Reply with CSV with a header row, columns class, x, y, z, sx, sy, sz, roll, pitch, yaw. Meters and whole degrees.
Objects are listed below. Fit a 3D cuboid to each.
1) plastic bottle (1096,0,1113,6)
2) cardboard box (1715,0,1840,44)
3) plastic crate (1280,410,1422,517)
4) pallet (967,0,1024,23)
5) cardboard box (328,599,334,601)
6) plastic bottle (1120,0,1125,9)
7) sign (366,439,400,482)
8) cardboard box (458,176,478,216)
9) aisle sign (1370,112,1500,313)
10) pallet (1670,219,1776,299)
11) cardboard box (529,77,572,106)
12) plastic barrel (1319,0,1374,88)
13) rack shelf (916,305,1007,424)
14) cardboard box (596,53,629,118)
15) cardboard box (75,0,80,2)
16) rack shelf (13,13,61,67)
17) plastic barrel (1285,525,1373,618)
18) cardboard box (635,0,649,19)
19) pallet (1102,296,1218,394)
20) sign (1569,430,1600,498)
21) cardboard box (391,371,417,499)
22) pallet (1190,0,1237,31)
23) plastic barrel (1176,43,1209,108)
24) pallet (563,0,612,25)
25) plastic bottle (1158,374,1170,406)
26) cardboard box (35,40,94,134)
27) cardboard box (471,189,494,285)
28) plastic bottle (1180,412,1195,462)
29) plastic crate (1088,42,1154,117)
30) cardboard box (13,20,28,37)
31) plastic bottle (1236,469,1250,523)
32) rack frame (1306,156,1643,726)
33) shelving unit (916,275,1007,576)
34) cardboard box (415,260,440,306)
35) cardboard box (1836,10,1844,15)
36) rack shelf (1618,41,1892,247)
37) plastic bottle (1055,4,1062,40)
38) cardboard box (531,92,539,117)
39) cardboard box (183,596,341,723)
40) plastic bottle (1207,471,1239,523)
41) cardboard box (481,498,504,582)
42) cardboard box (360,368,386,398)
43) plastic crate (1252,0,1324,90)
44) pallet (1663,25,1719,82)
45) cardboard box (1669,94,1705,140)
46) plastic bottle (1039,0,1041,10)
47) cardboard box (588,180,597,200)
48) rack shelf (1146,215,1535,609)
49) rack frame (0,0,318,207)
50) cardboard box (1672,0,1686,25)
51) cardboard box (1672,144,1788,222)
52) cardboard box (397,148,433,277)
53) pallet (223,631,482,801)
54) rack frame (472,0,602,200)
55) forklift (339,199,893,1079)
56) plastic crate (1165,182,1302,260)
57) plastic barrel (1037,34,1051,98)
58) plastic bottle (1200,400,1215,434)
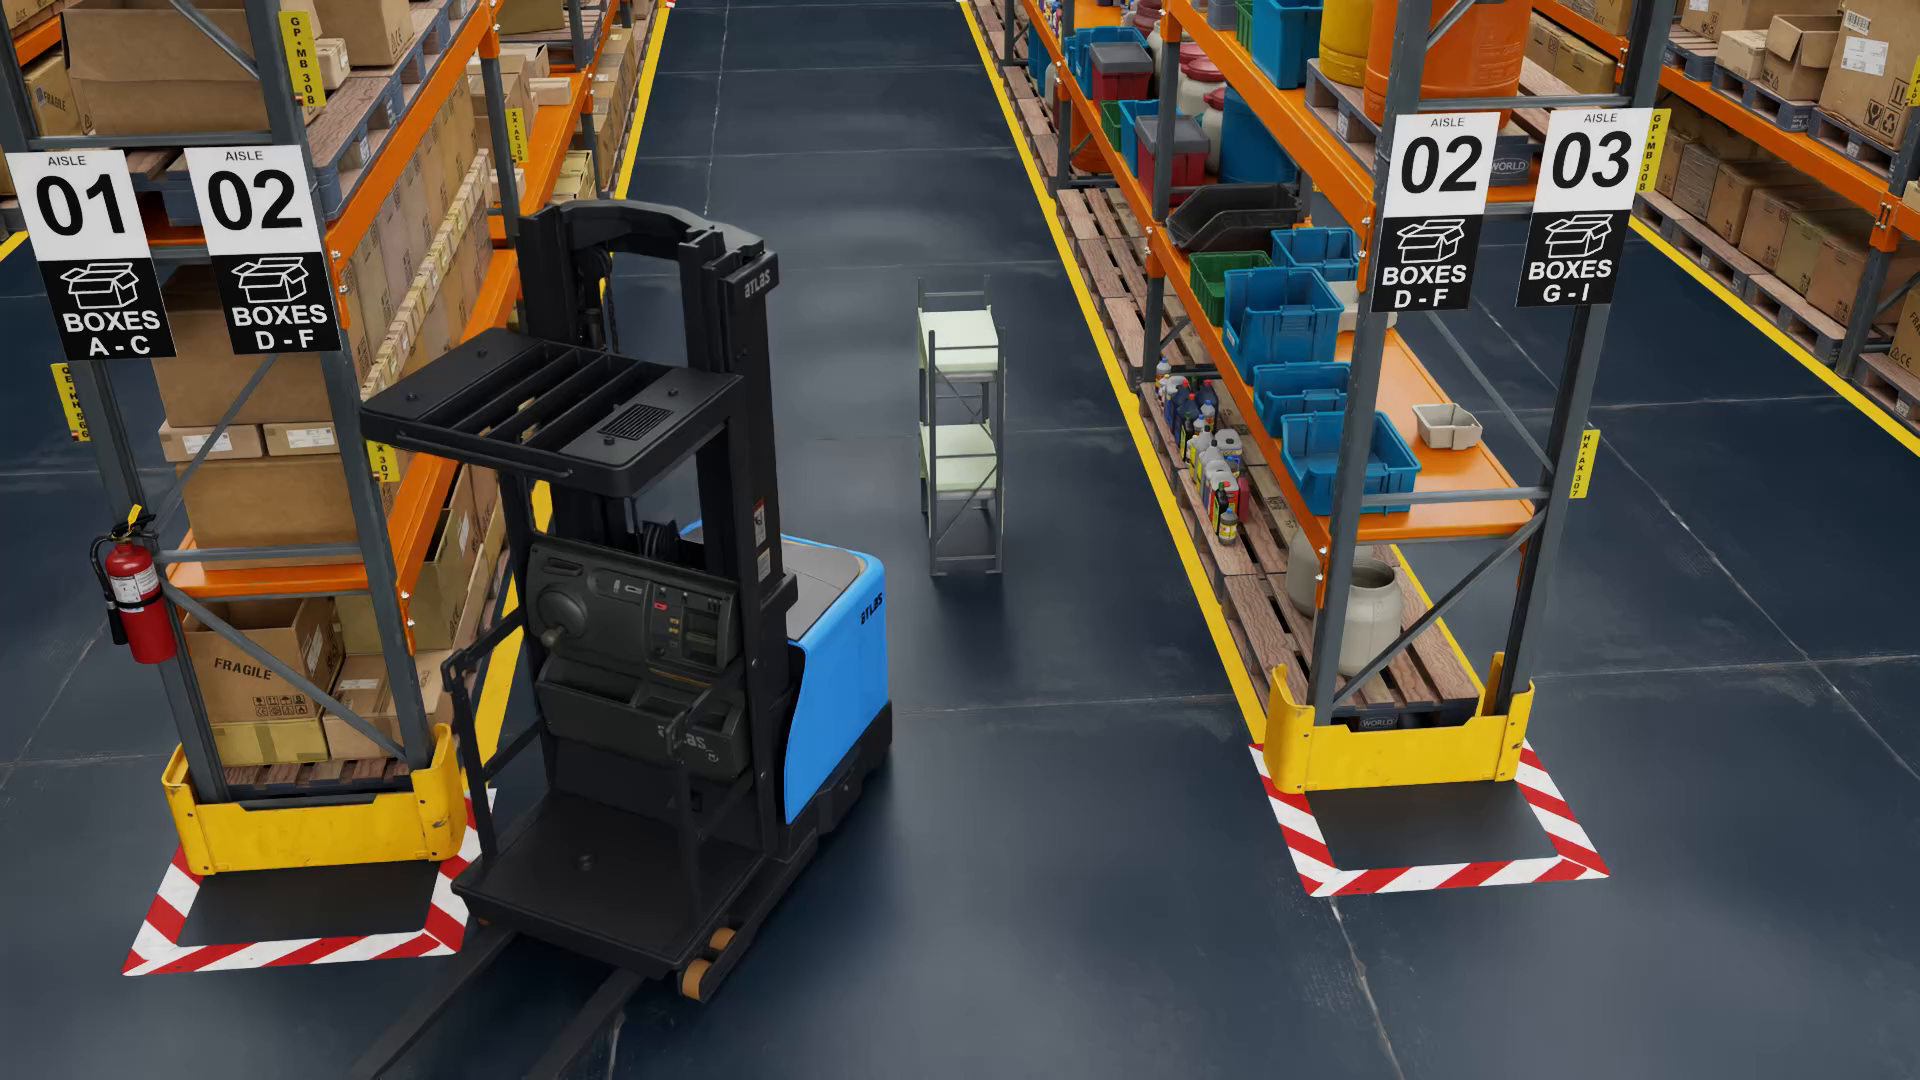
class,x,y,z,sx,sy,sz,roll,pitch,yaw
plastic bottle,1.358,-5.192,15.566,0.144,0.351,0.185,-3,31,-5
cardboard box,6.529,-4.170,13.299,0.700,0.500,0.500,2,31,3
plastic crate,1.759,-0.356,7.566,0.499,0.251,0.616,-3,31,-5
pallet,0.647,-6.728,20.808,1.003,0.211,1.213,-3,31,-5
cardboard box,-3.280,0.287,8.616,0.500,0.250,0.500,-3,31,-5
plastic bottle,1.546,-5.095,15.480,0.097,0.271,0.097,0,31,0
sign,-2.276,-0.373,6.527,0.100,0.325,0.005,-3,31,-5
cardboard box,-2.916,-1.919,9.307,0.380,0.149,0.250,-4,31,-6
aisle sign,1.814,-1.244,6.372,0.394,0.787,0.004,-3,31,-5
pallet,6.469,-2.283,13.366,1.003,0.211,1.213,-3,31,-5
cardboard box,-3.217,-3.474,12.886,0.380,0.149,0.250,-3,31,-5
plastic barrel,1.870,-2.304,7.163,0.600,0.588,0.600,0,31,0
rack shelf,0.001,-0.976,9.160,0.431,0.370,0.720,-3,31,-5
cardboard box,-3.534,-4.439,16.265,0.500,0.500,0.500,-2,31,-4
cardboard box,-8.459,-5.178,15.720,0.380,0.149,0.250,-3,31,-5
rack shelf,-8.695,-4.501,15.062,1.077,0.370,4.000,-3,31,-5
plastic barrel,1.919,0.121,8.640,0.421,0.512,0.421,0,31,0
cardboard box,-3.969,-6.368,19.739,0.500,0.250,0.500,-3,31,-5
pallet,1.617,-1.423,11.927,1.003,0.211,1.213,-3,31,-5
sign,2.651,-0.322,7.094,0.100,0.325,0.005,-3,31,-5
cardboard box,-2.914,-0.493,7.553,0.700,0.500,0.500,-2,31,-3
pallet,1.894,-3.064,9.214,1.213,0.211,1.003,-3,31,-5
plastic barrel,1.749,-3.374,12.341,0.433,0.535,0.433,0,31,0
pallet,-3.763,-4.938,15.279,1.003,0.211,1.213,-3,31,-5
plastic bottle,1.332,-0.973,10.754,0.097,0.201,0.097,0,31,0
cardboard box,-8.606,-4.309,15.726,0.750,0.750,0.750,-2,31,-3
cardboard box,-3.155,-1.802,9.745,0.700,0.500,0.500,-4,31,-6
plastic bottle,1.383,-0.629,10.098,0.061,0.283,0.133,-1,31,-2
plastic crate,1.202,-3.451,12.540,0.402,0.464,0.583,-3,31,-5
cardboard box,-8.456,-4.524,14.625,0.380,0.149,0.250,-2,31,-4
plastic bottle,1.605,-0.254,9.469,0.061,0.283,0.133,-3,31,-5
rack frame,2.103,-0.179,7.124,1.000,3.000,0.127,-3,31,-5
shelving unit,0.001,-0.640,9.360,0.431,1.500,0.755,-3,31,-5
cardboard box,-2.794,-1.260,8.205,0.380,0.149,0.250,-2,31,-4
cardboard box,10.455,-6.138,19.471,0.380,0.149,0.250,-4,31,-6
rack shelf,6.474,-3.171,12.835,1.077,0.370,4.000,-3,31,-5
plastic bottle,0.872,-4.517,14.501,0.061,0.283,0.133,-3,31,-5
cardboard box,-3.401,-3.272,12.547,0.380,0.149,0.250,-1,31,-1
cardboard box,-3.175,0.475,7.570,0.500,0.500,0.500,-3,31,-5
plastic bottle,1.499,-0.245,9.462,0.152,0.276,0.135,-3,31,-4
cardboard box,-2.796,0.006,9.086,0.500,0.250,0.500,-3,31,-5
cardboard box,-2.678,-0.610,7.116,0.380,0.149,0.250,-4,31,-6
plastic crate,1.625,-2.419,7.965,0.392,0.384,0.575,-3,31,-5
pallet,6.460,-4.060,13.808,1.213,0.211,1.003,-3,31,-5
cardboard box,6.380,-3.598,14.125,0.500,0.250,0.500,-2,31,-3
plastic bottle,0.813,-5.095,15.403,0.144,0.351,0.185,-3,31,-5
cardboard box,-3.284,-2.771,13.736,0.500,0.250,0.500,-2,31,-3
rack shelf,1.916,-0.891,9.018,1.077,0.370,4.000,-3,31,-5
rack frame,-2.829,-2.519,5.192,1.000,3.000,0.127,-3,31,-5
cardboard box,6.513,-4.805,14.771,0.500,0.500,0.500,-2,31,-3
cardboard box,6.434,-2.993,13.844,0.700,0.500,0.500,-5,31,-9
cardboard box,-3.014,-1.591,8.125,0.700,0.500,0.500,-3,31,-5
pallet,-2.942,0.865,8.096,1.003,0.211,1.213,-3,31,-5
rack frame,-3.576,-4.028,13.568,1.000,3.000,0.127,-3,31,-5
forklift,-1.380,0.333,6.333,1.130,2.935,3.031,13,33,20
plastic crate,1.652,-1.921,10.102,0.767,0.338,0.504,-3,31,-5
plastic barrel,1.082,-4.945,16.740,0.600,0.901,0.708,-3,31,-5
plastic bottle,1.526,-0.738,10.293,0.097,0.271,0.097,0,31,0
